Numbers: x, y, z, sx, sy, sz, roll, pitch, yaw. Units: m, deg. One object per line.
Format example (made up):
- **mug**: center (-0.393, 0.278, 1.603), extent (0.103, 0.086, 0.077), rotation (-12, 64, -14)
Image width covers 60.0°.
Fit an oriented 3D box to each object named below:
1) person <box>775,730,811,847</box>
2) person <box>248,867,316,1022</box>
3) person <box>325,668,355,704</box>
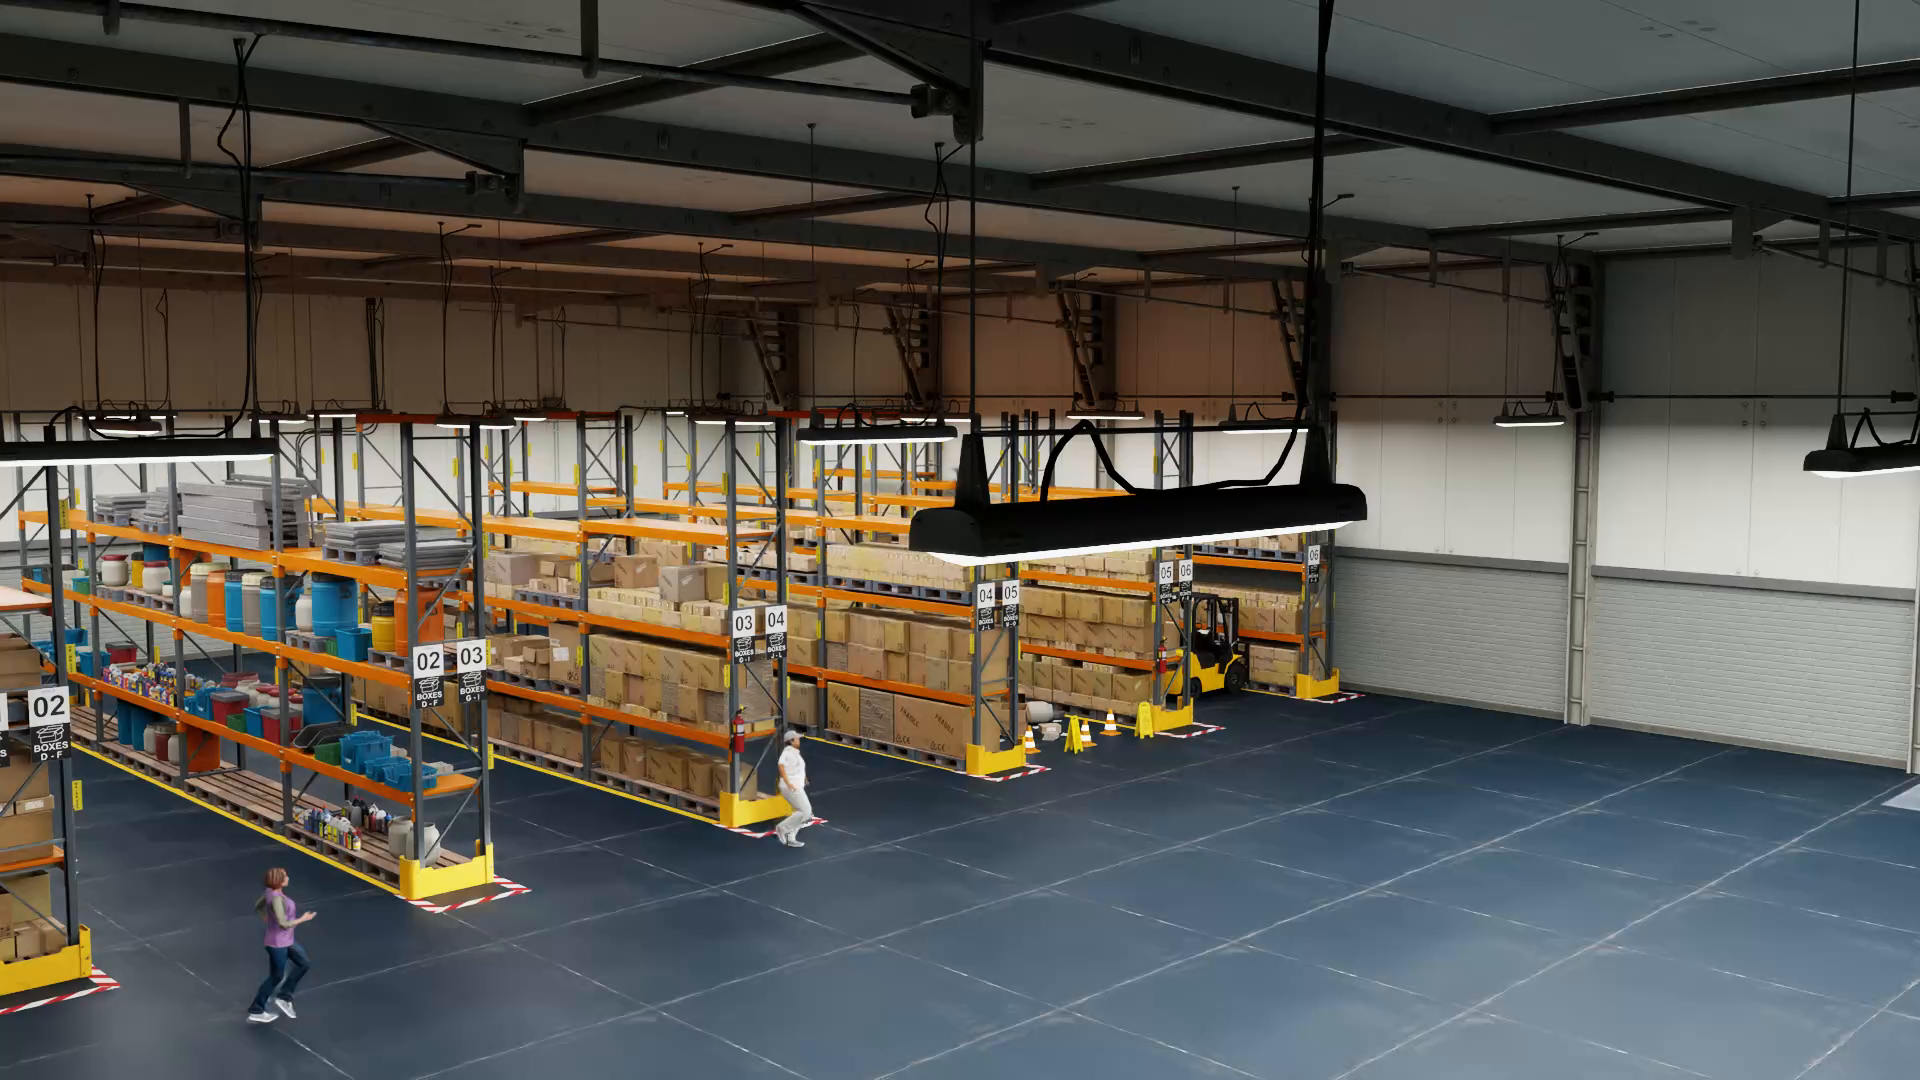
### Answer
- **person**: center (-2.367, 3.496, 23.476), extent (0.511, 1.615, 0.659), rotation (-1, 5, -7)
- **person**: center (-6.840, 4.075, 16.767), extent (0.667, 1.604, 0.508), rotation (-2, 5, -19)
- **person**: center (-11.646, 2.805, 31.221), extent (0.604, 1.667, 0.585), rotation (4, 7, 40)
